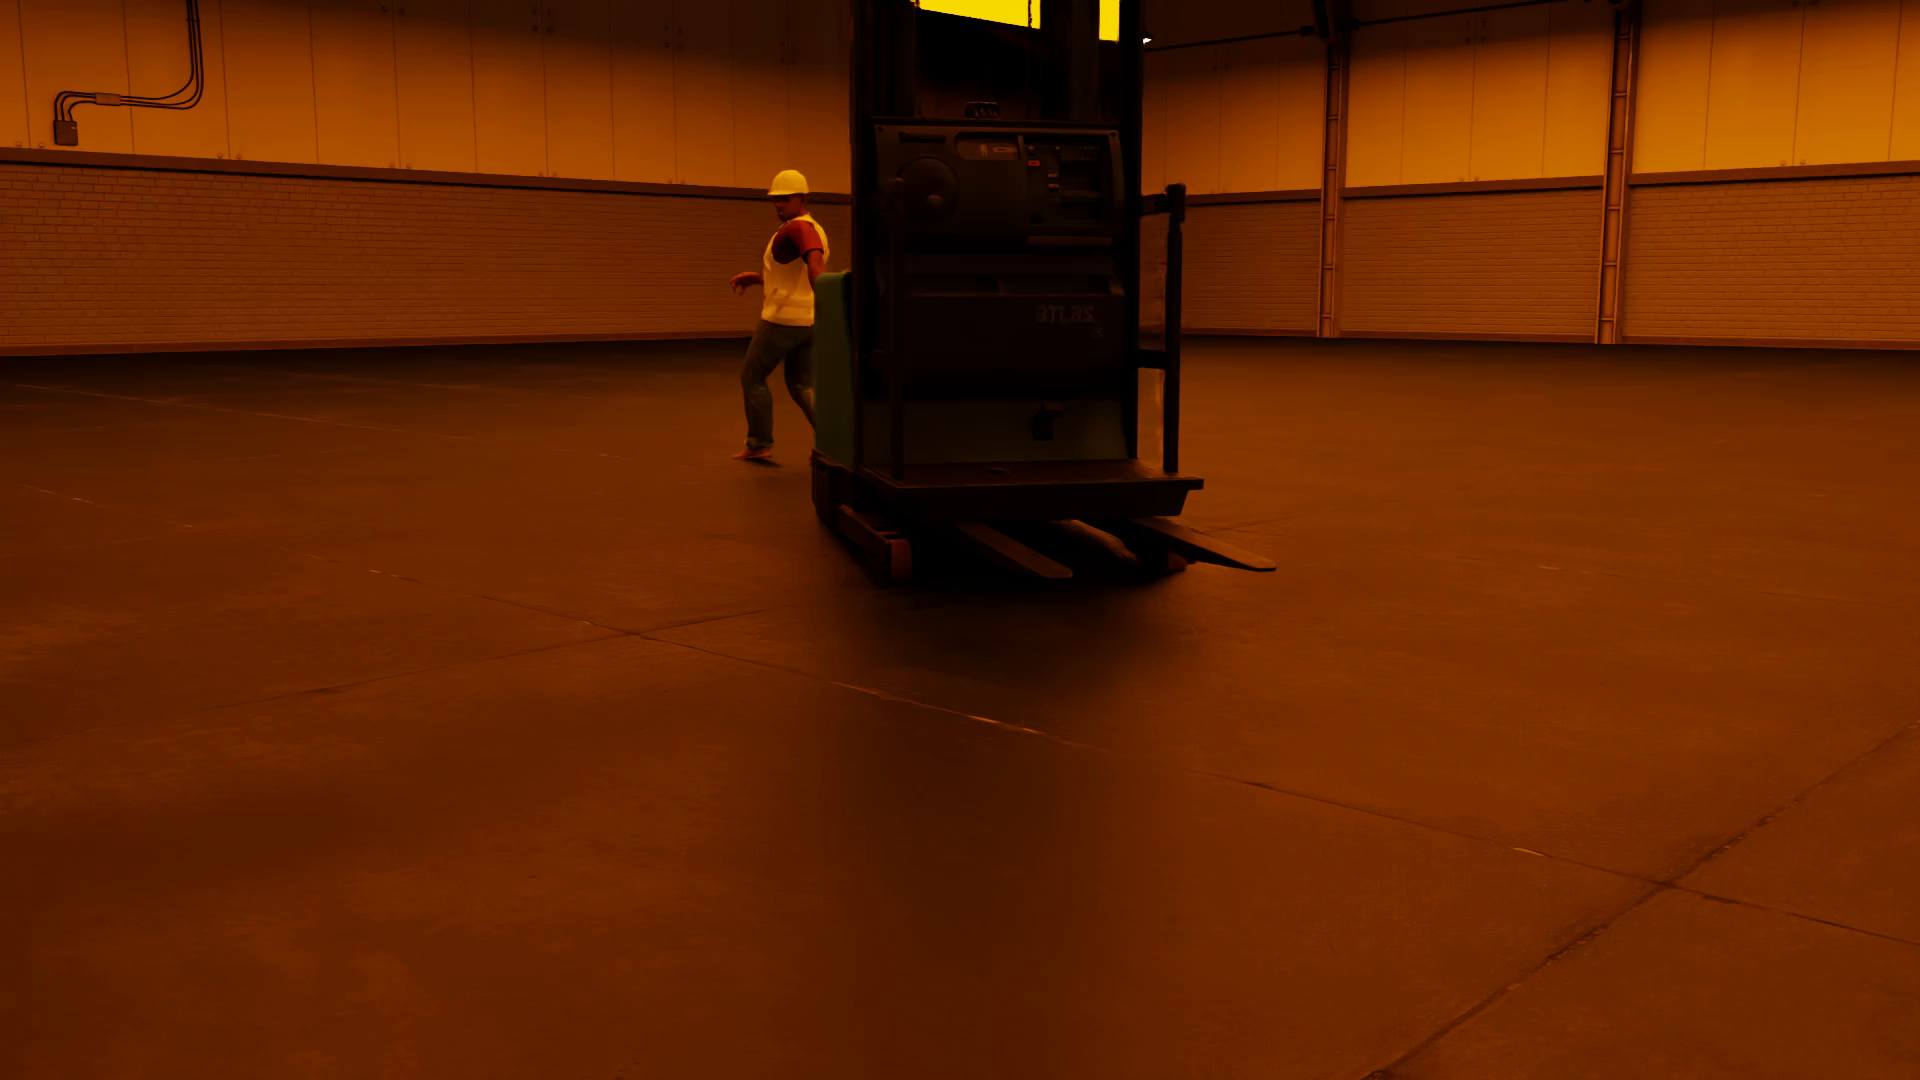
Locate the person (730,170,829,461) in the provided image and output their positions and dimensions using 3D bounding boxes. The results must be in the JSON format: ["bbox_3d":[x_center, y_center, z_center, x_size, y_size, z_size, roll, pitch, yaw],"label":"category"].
[{"bbox_3d":[-0.969,-1.275,9.629,0.987,1.704,0.582,5,10,30],"label":"person"}]

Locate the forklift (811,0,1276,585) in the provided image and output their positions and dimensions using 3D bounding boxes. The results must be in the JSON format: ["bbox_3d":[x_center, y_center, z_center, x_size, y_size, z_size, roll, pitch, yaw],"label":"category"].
[{"bbox_3d":[0.202,-1.355,5.875,1.130,2.935,3.031,-2,9,-14],"label":"forklift"}]
